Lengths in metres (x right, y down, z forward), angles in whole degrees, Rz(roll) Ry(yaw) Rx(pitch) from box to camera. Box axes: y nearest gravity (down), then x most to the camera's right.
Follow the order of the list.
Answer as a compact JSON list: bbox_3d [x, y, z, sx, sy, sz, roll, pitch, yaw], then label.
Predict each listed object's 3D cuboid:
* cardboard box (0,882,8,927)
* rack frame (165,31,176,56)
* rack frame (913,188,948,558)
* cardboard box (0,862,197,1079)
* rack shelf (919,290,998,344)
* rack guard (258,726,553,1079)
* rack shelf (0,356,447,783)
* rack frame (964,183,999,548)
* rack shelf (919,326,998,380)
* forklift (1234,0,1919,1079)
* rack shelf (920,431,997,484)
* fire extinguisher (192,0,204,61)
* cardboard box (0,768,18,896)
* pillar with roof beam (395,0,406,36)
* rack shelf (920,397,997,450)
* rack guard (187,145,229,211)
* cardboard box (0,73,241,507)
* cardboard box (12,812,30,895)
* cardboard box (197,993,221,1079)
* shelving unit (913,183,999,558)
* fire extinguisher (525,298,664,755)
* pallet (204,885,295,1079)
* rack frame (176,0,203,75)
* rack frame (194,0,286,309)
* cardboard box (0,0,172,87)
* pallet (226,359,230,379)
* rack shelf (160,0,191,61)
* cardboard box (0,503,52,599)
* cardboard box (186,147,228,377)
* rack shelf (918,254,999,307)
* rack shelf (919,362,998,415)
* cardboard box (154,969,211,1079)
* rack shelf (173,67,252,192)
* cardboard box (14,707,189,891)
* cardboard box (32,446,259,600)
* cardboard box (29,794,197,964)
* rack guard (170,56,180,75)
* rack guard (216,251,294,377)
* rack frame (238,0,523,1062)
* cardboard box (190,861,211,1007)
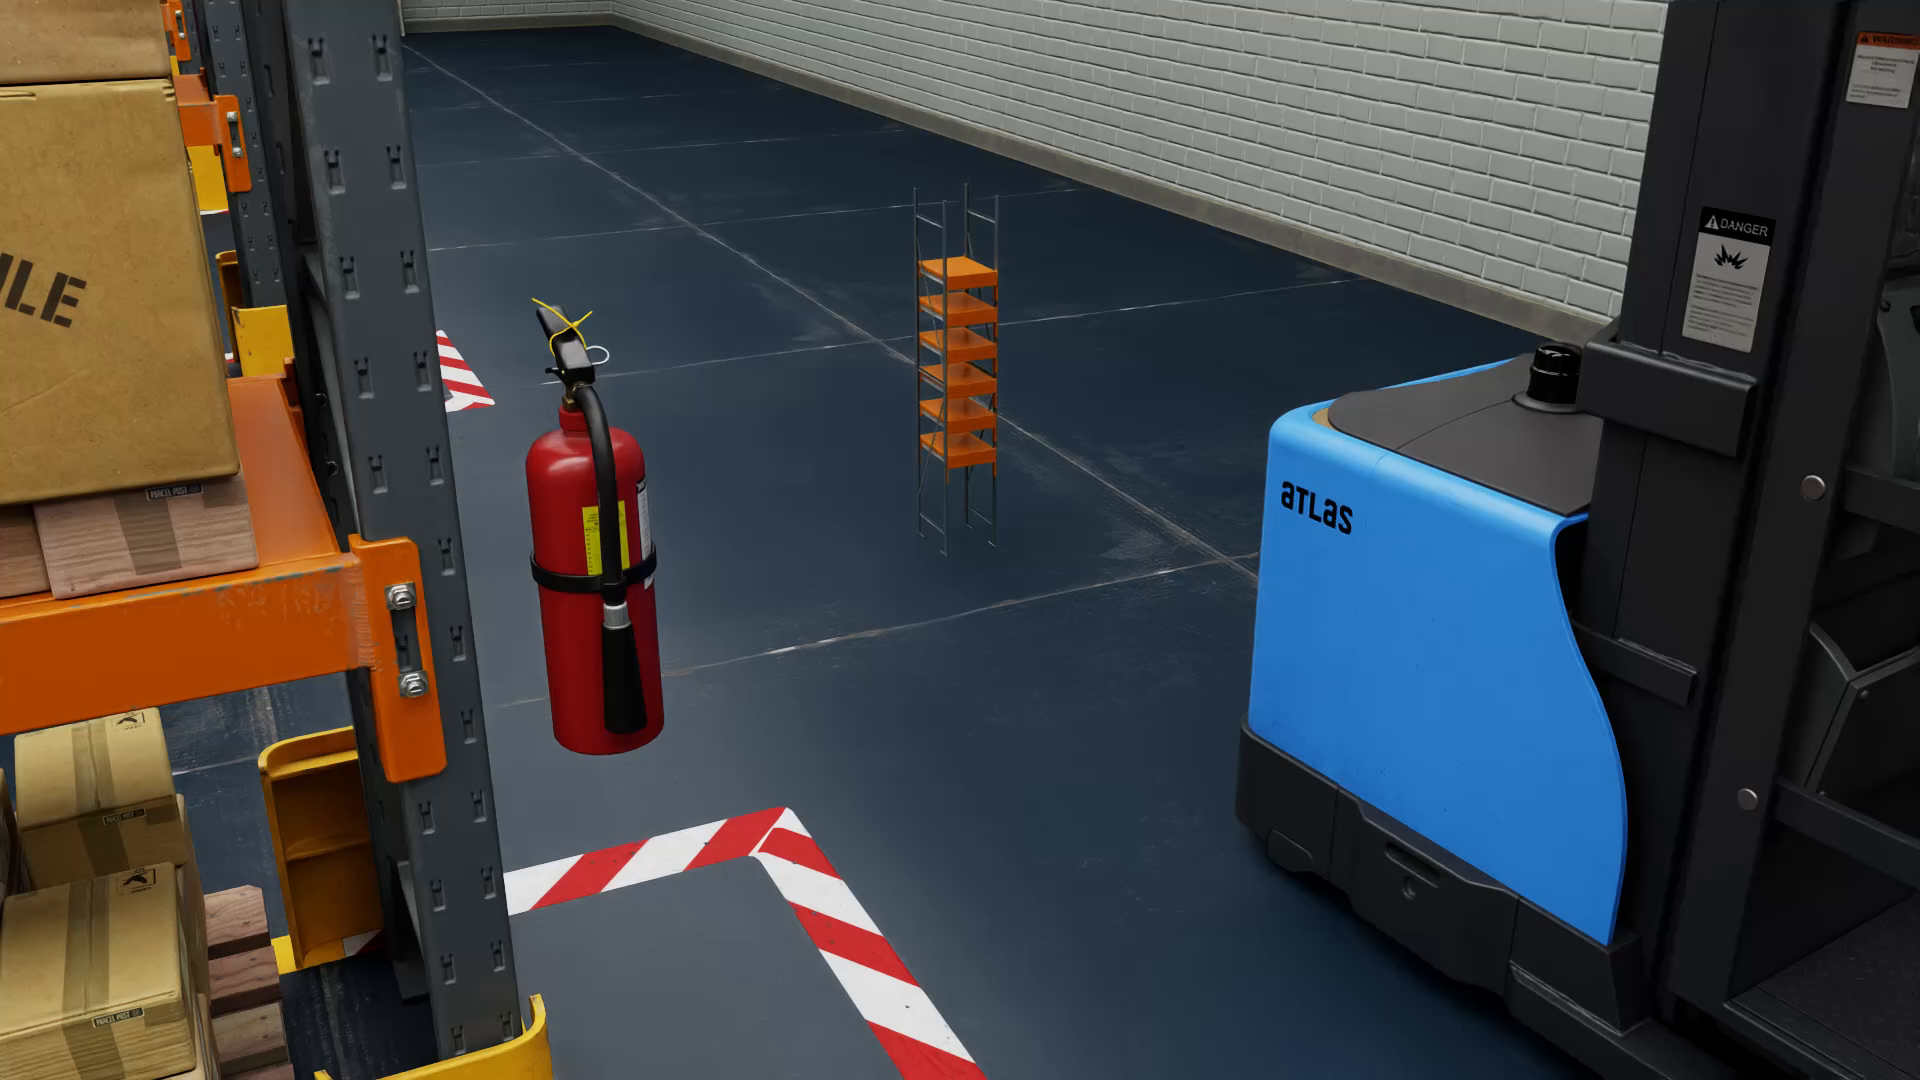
[{"bbox_3d":[-1.589,0.705,2.526,0.250,0.149,0.380,-10,24,-23],"label":"cardboard box"},{"bbox_3d":[-7.324,-5.481,15.070,0.127,3.000,1.000,-10,25,-24],"label":"rack frame"},{"bbox_3d":[-0.095,-0.537,5.478,0.006,1.200,0.240,-10,25,-24],"label":"rack frame"},{"bbox_3d":[-1.338,0.683,2.579,0.250,0.149,0.380,-10,25,-23],"label":"cardboard box"},{"bbox_3d":[-0.013,-0.733,5.440,0.180,0.103,0.258,-10,25,-24],"label":"rack shelf"},{"bbox_3d":[-1.040,0.827,3.098,0.348,0.500,1.175,-10,25,-24],"label":"rack guard"},{"bbox_3d":[-2.773,0.324,1.987,4.000,0.370,1.077,-10,25,-24],"label":"rack shelf"},{"bbox_3d":[0.069,-0.567,5.551,0.006,1.200,0.240,-10,25,-24],"label":"rack frame"},{"bbox_3d":[-0.013,-0.622,5.486,0.180,0.103,0.258,-10,25,-24],"label":"rack shelf"},{"bbox_3d":[1.882,-0.269,2.567,1.130,2.935,3.031,-14,26,-30],"label":"forklift"},{"bbox_3d":[-0.013,-0.289,5.624,0.180,0.103,0.258,-10,25,-24],"label":"rack shelf"},{"bbox_3d":[-4.846,-3.434,10.712,0.183,0.674,0.296,-10,25,-24],"label":"fire extinguisher"},{"bbox_3d":[-1.787,0.565,2.864,0.250,0.149,0.380,-10,24,-23],"label":"cardboard box"},{"bbox_3d":[-5.551,-9.222,16.263,0.400,9.000,9.100,-10,25,-24],"label":"pillar with roof beam"},{"bbox_3d":[-0.013,-0.400,5.578,0.180,0.103,0.258,-10,25,-24],"label":"rack shelf"},{"bbox_3d":[-5.163,-2.627,11.443,0.348,0.500,1.175,-10,25,-24],"label":"rack guard"},{"bbox_3d":[-1.264,-0.361,2.180,0.500,0.500,0.500,-10,24,-23],"label":"cardboard box"},{"bbox_3d":[-1.826,0.670,3.000,0.250,0.149,0.380,-11,25,-24],"label":"cardboard box"},{"bbox_3d":[-1.355,0.942,2.731,0.250,0.149,0.380,-10,25,-23],"label":"cardboard box"},{"bbox_3d":[-0.013,-0.552,5.515,0.189,1.200,0.258,-10,25,-24],"label":"shelving unit"},{"bbox_3d":[-0.544,-0.015,2.453,0.183,0.674,0.296,-10,25,-24],"label":"fire extinguisher"},{"bbox_3d":[-1.787,1.083,2.857,1.213,0.211,1.003,-10,25,-24],"label":"pallet"},{"bbox_3d":[-5.179,-3.773,10.944,0.127,3.000,1.000,-10,25,-24],"label":"rack frame"},{"bbox_3d":[-3.031,-2.067,6.821,0.127,3.000,1.000,-10,25,-24],"label":"rack frame"},{"bbox_3d":[-1.276,-0.824,1.993,0.500,0.500,0.500,-11,25,-25],"label":"cardboard box"},{"bbox_3d":[-3.718,-0.619,6.968,1.213,0.211,1.003,-10,25,-24],"label":"pallet"},{"bbox_3d":[-6.981,-3.109,10.280,4.000,0.370,1.077,-10,25,-24],"label":"rack shelf"},{"bbox_3d":[-1.383,-0.045,2.264,0.250,0.149,0.380,-10,25,-24],"label":"cardboard box"},{"bbox_3d":[-3.573,-1.145,6.824,0.875,0.875,0.875,-10,25,-24],"label":"cardboard box"},{"bbox_3d":[-0.013,-0.844,5.394,0.180,0.103,0.258,-10,25,-24],"label":"rack shelf"},{"bbox_3d":[-0.013,-0.511,5.532,0.180,0.103,0.258,-10,25,-24],"label":"rack shelf"},{"bbox_3d":[-1.323,0.831,2.610,0.250,0.149,0.380,-11,25,-25],"label":"cardboard box"},{"bbox_3d":[-4.833,-1.402,6.157,4.000,0.370,1.077,-10,25,-24],"label":"rack shelf"},{"bbox_3d":[-1.591,0.478,3.075,0.250,0.149,0.380,-12,25,-26],"label":"cardboard box"},{"bbox_3d":[-1.142,-0.073,2.333,0.250,0.149,0.380,-10,25,-24],"label":"cardboard box"},{"bbox_3d":[-1.555,0.644,3.062,0.250,0.149,0.380,-9,24,-21],"label":"cardboard box"},{"bbox_3d":[-7.393,-4.314,15.517,0.348,0.500,1.175,-10,25,-24],"label":"rack guard"},{"bbox_3d":[-3.010,-0.916,7.308,0.348,0.500,1.175,-10,25,-24],"label":"rack guard"},{"bbox_3d":[-0.971,-0.340,2.651,0.127,3.000,1.000,-10,25,-24],"label":"rack frame"},{"bbox_3d":[-1.582,0.759,3.172,0.250,0.149,0.380,-10,24,-23],"label":"cardboard box"}]
